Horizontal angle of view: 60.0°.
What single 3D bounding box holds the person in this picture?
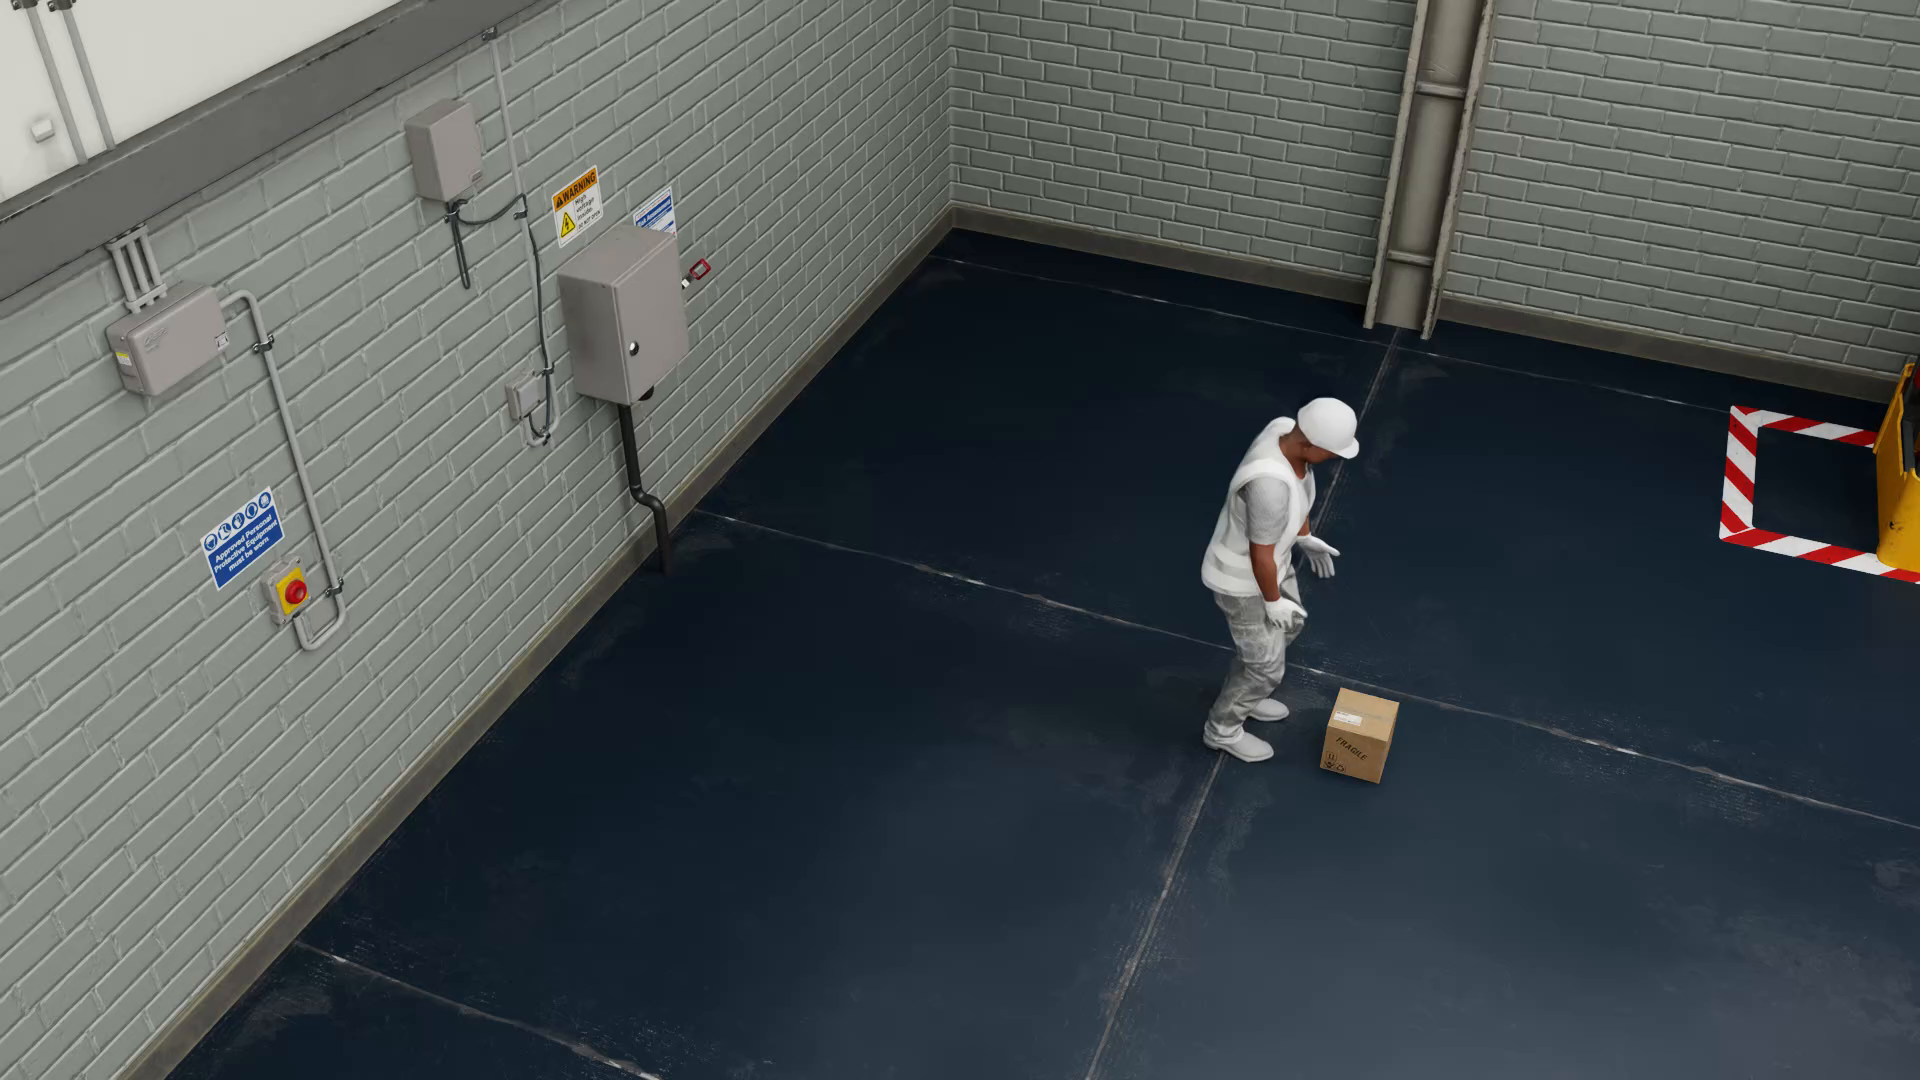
[{"bbox_3d":[1.255,0.125,6.714,0.517,1.695,0.584,15,40,19],"label":"person"}]
